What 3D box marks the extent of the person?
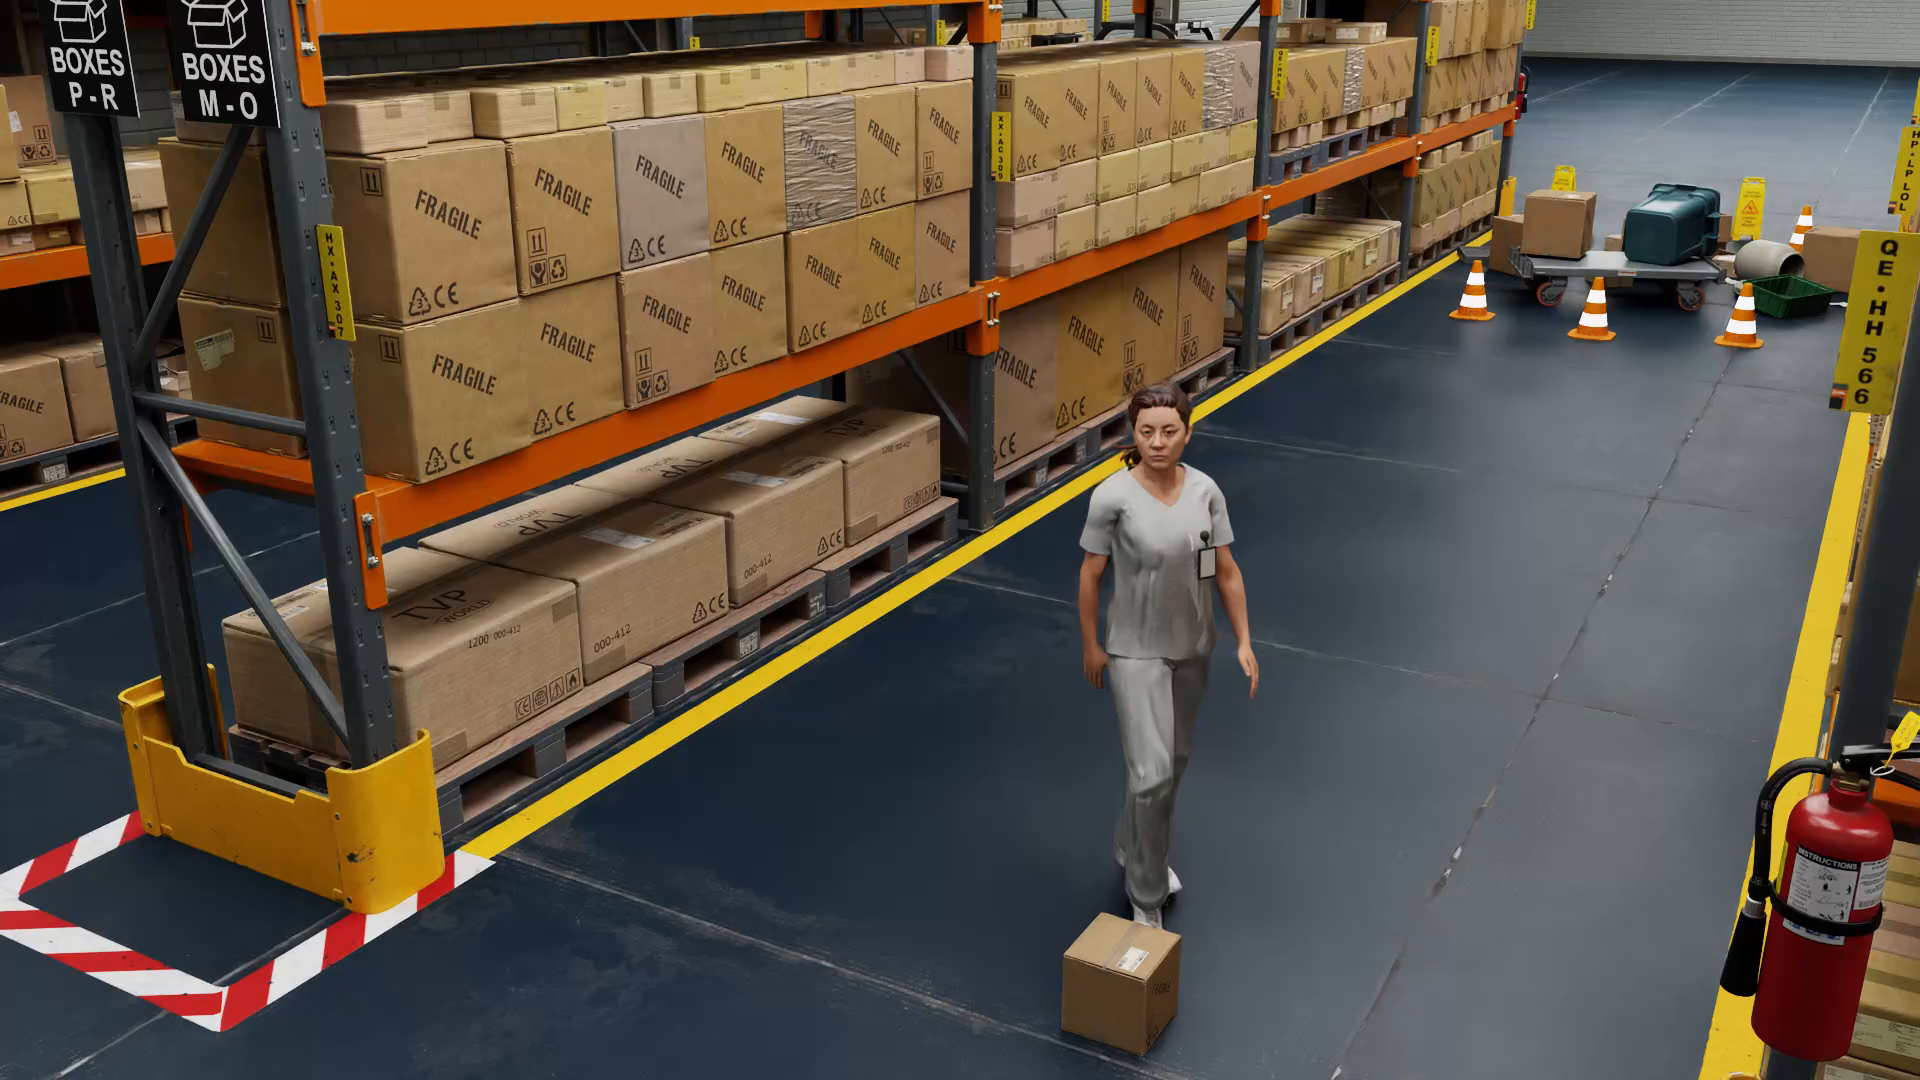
[{"bbox_3d":[0.622,0.389,5.030,0.458,1.735,0.521,-8,21,-22],"label":"person"}]
